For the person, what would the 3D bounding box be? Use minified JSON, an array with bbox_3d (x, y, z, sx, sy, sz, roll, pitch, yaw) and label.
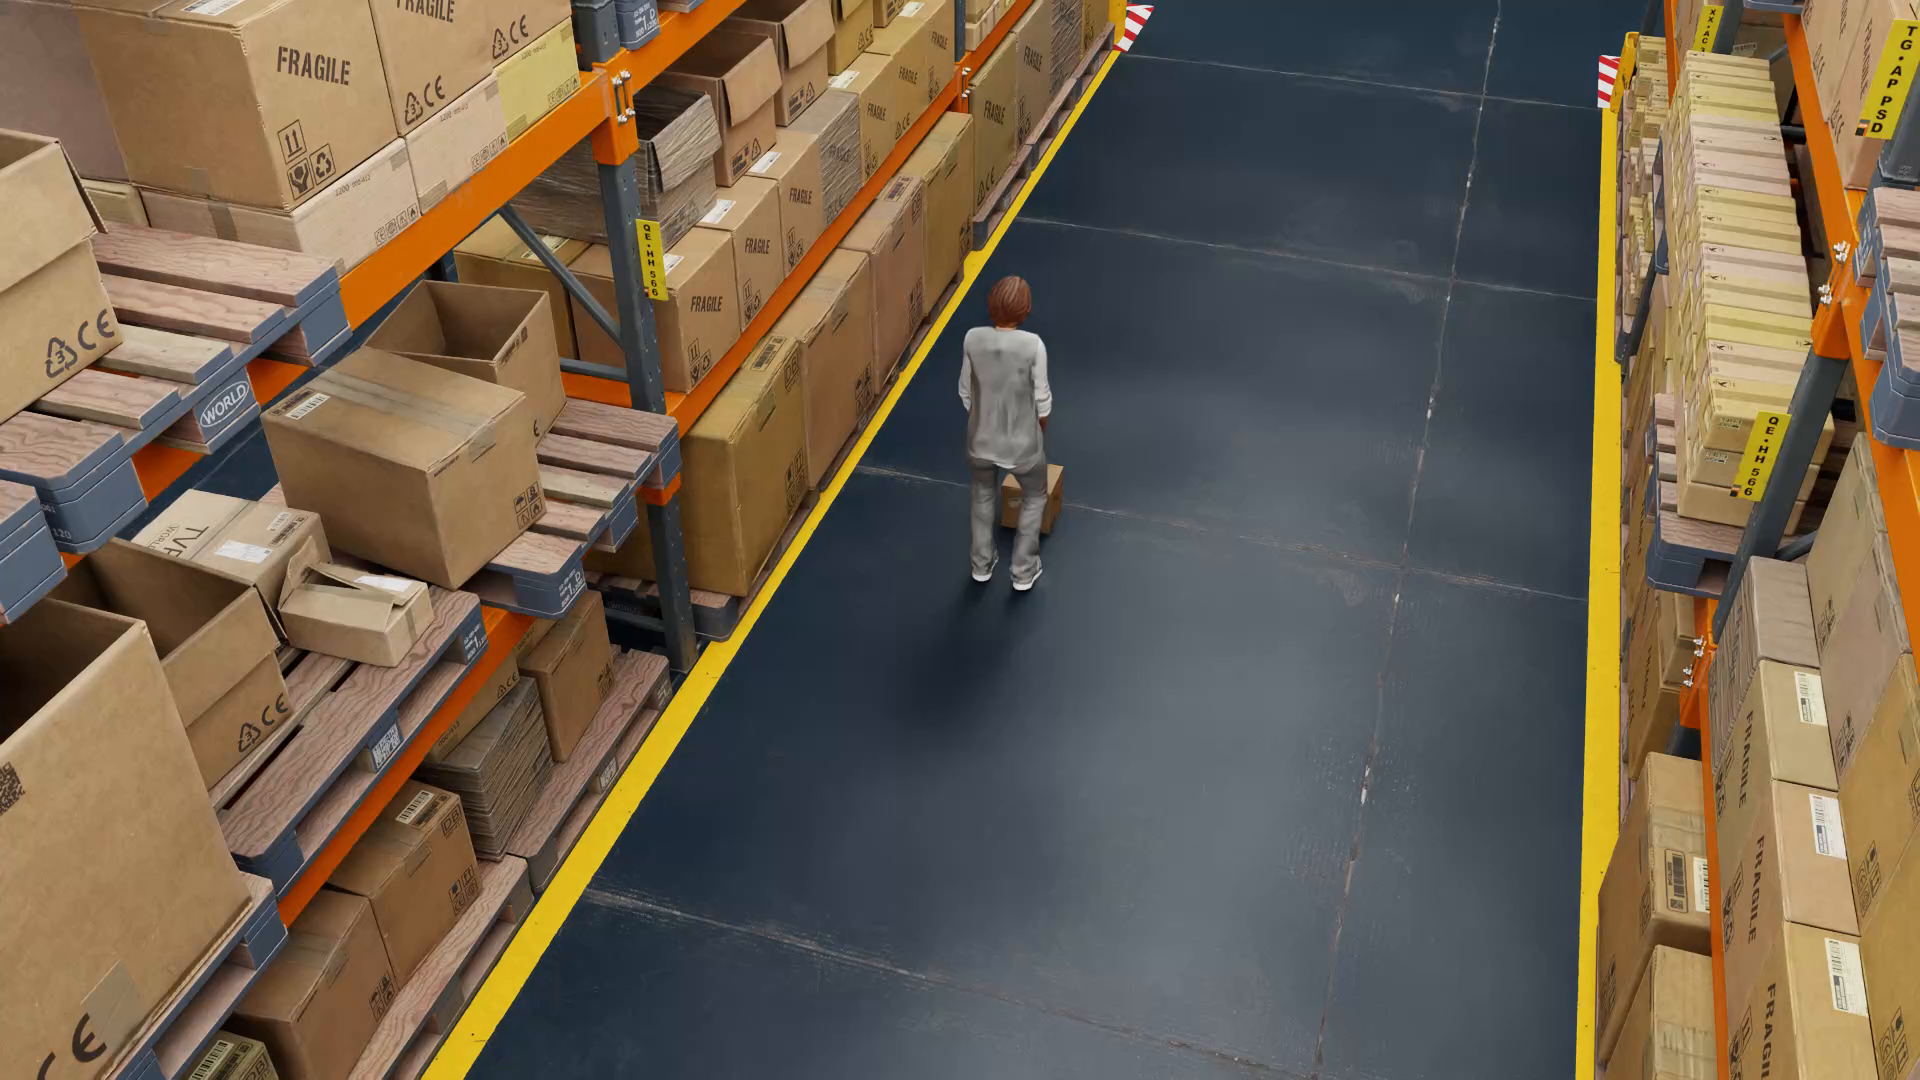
[{"bbox_3d":[0.192,-0.459,7.551,0.433,1.539,0.417,12,39,15],"label":"person"}]
